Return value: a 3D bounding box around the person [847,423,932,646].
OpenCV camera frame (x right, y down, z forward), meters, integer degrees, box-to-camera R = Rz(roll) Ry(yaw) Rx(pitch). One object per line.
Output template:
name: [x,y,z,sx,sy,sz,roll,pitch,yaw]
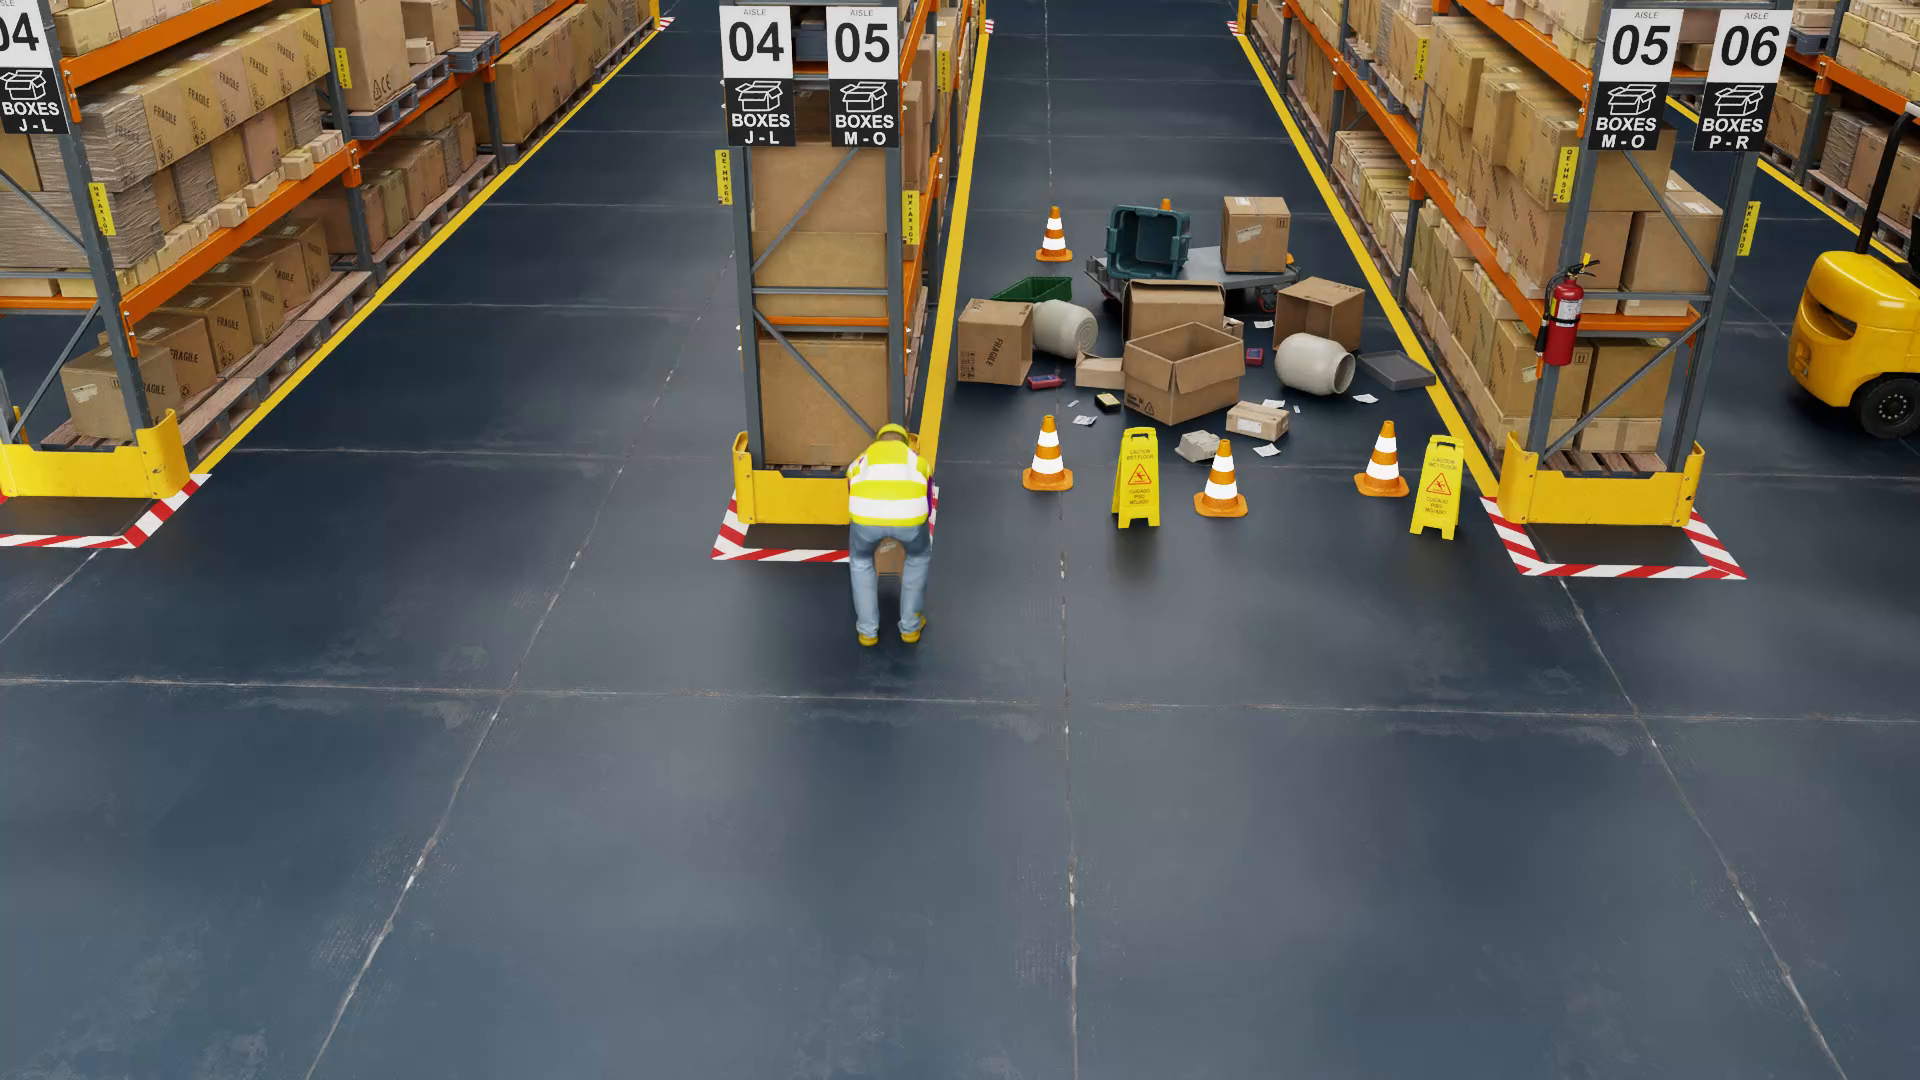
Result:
person: [-0.394,-0.041,9.408,0.478,1.075,0.982,0,28,0]
